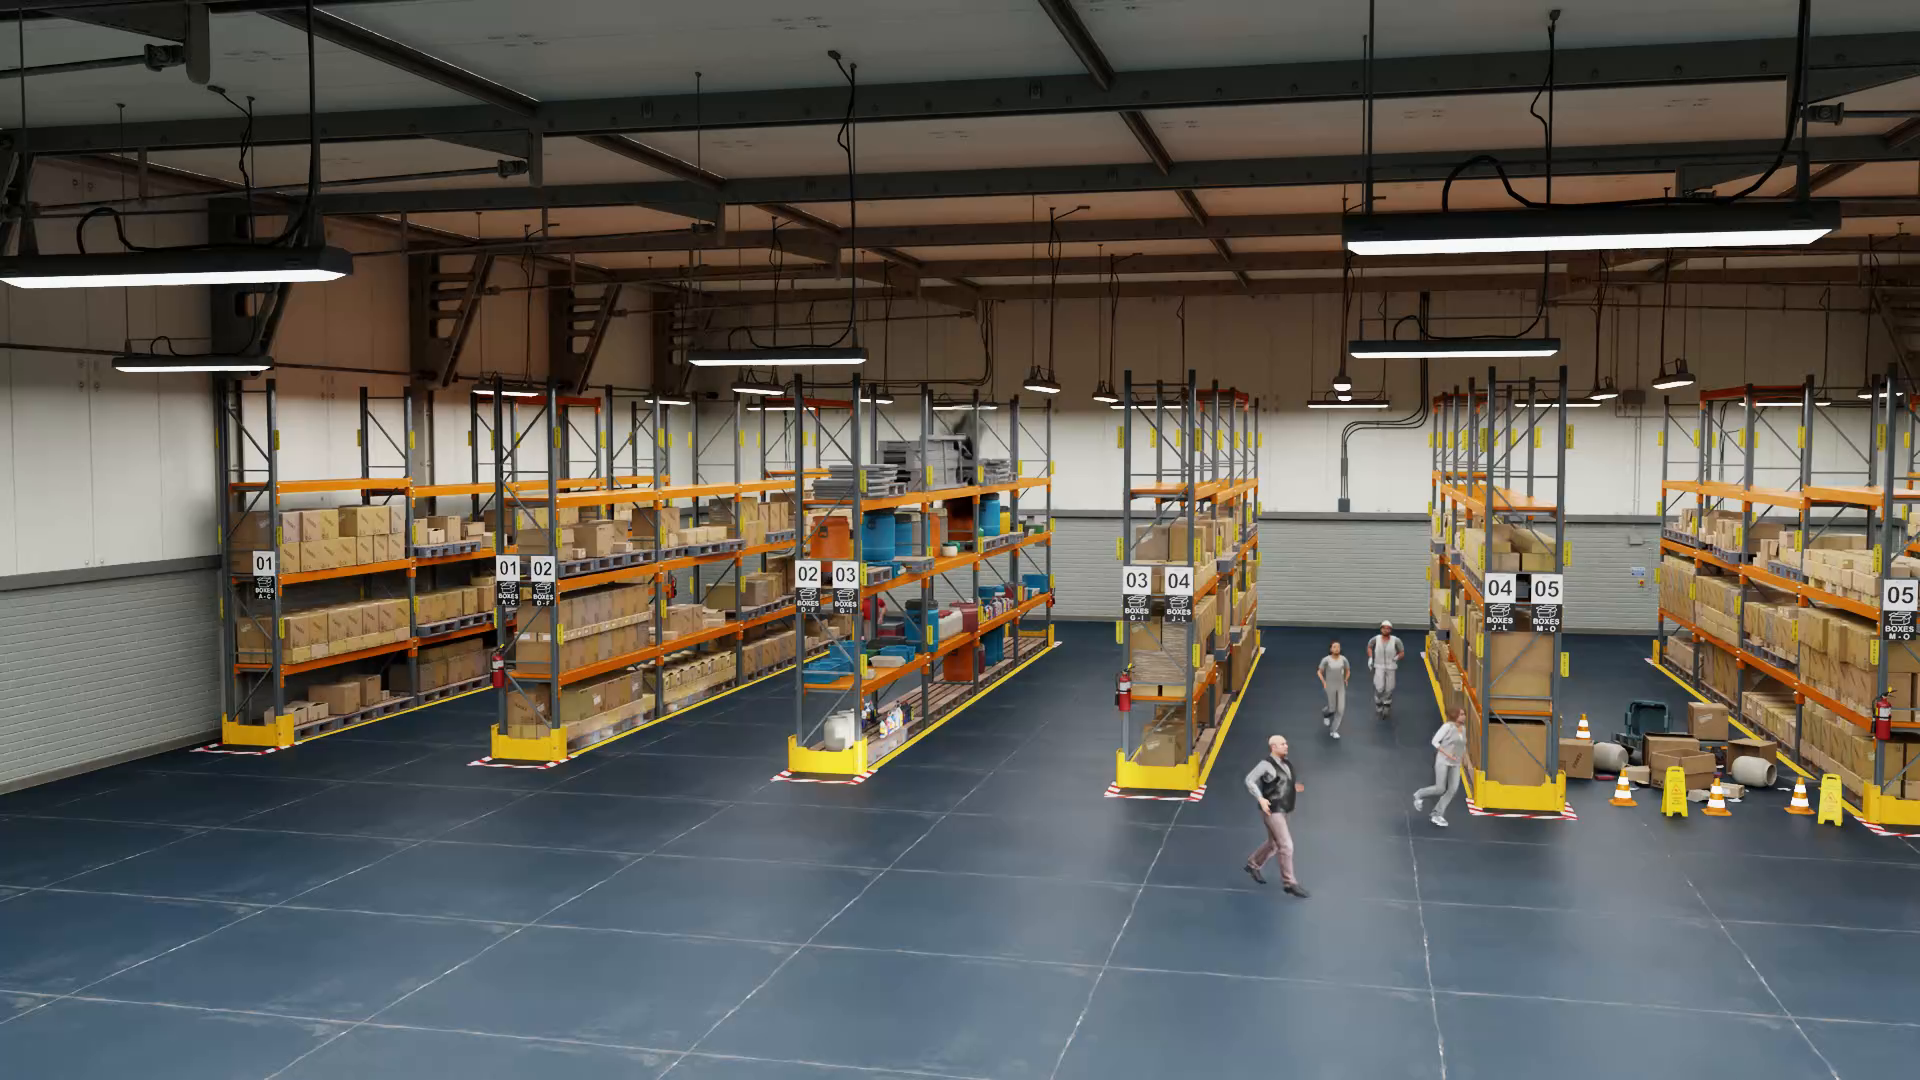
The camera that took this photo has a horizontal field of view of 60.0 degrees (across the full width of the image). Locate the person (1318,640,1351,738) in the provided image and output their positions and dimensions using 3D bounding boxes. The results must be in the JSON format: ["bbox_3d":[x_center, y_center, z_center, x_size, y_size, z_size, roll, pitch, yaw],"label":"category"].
[{"bbox_3d":[6.334,2.507,28.133,0.565,1.629,0.633,0,3,-3],"label":"person"}]

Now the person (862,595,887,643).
[{"bbox_3d":[-1.998,1.886,37.124,0.638,1.693,0.771,1,3,9],"label":"person"}]

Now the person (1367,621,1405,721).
[{"bbox_3d":[7.604,2.342,29.691,0.642,1.814,0.738,1,4,12],"label":"person"}]

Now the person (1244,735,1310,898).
[{"bbox_3d":[3.505,3.011,18.366,0.871,1.723,0.658,3,4,39],"label":"person"}]

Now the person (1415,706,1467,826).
[{"bbox_3d":[6.398,2.946,21.894,0.593,1.504,0.669,-1,4,-23],"label":"person"}]
